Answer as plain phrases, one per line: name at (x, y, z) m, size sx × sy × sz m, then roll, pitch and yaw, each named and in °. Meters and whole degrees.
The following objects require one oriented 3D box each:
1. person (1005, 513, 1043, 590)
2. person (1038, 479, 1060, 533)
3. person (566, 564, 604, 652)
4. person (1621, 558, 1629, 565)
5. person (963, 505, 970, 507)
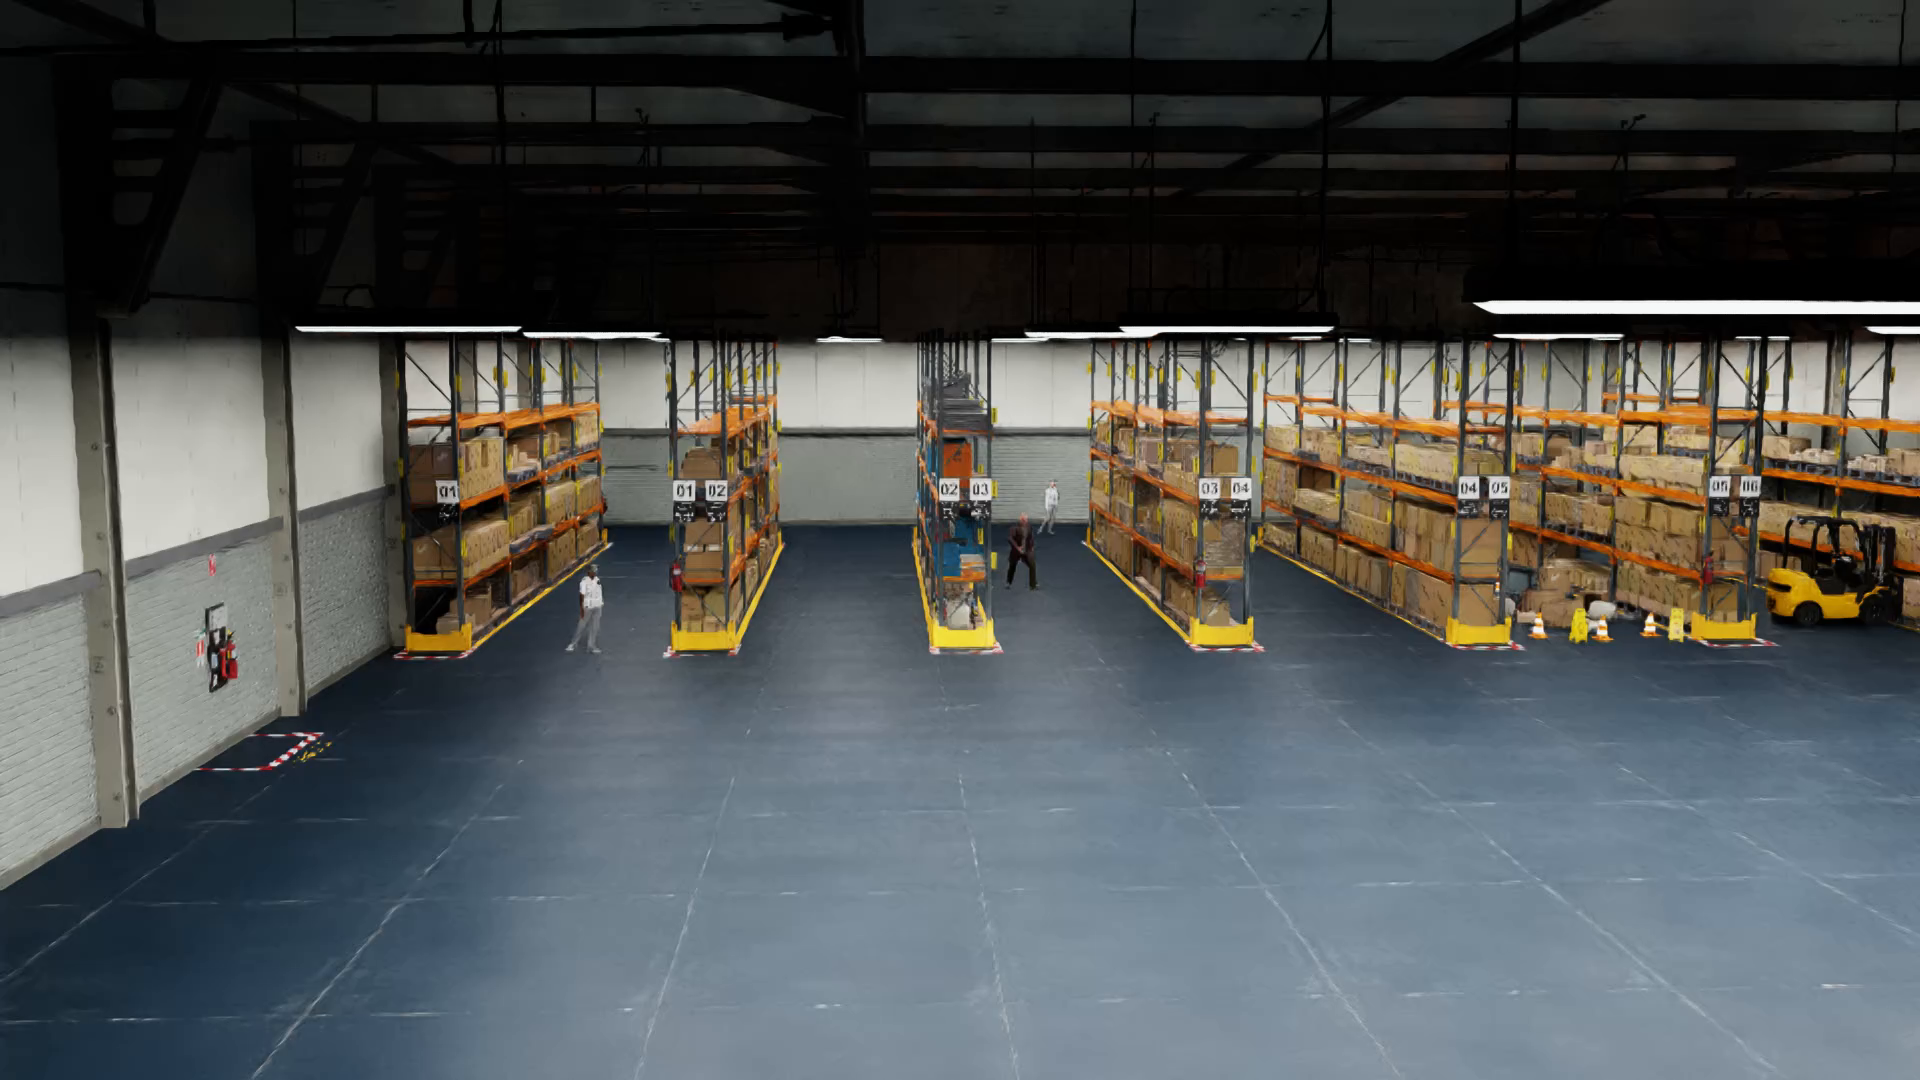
person at (1.355, 0.239, 36.892) m, size 0.735 × 1.712 × 0.906 m, roll -2°, pitch 7°, yaw -19°
person at (2.687, -1.024, 50.259) m, size 0.643 × 1.659 × 0.494 m, roll -6°, pitch 9°, yaw -42°
person at (-6.965, 1.269, 30.872) m, size 0.658 × 1.662 × 0.488 m, roll -7°, pitch 9°, yaw -44°
person at (16.468, 0.038, 41.093) m, size 0.569 × 1.668 × 0.559 m, roll 3°, pitch 8°, yaw 27°
person at (0.321, -0.574, 46.069) m, size 0.528 × 1.728 × 1.032 m, roll -1°, pitch 7°, yaw -11°
